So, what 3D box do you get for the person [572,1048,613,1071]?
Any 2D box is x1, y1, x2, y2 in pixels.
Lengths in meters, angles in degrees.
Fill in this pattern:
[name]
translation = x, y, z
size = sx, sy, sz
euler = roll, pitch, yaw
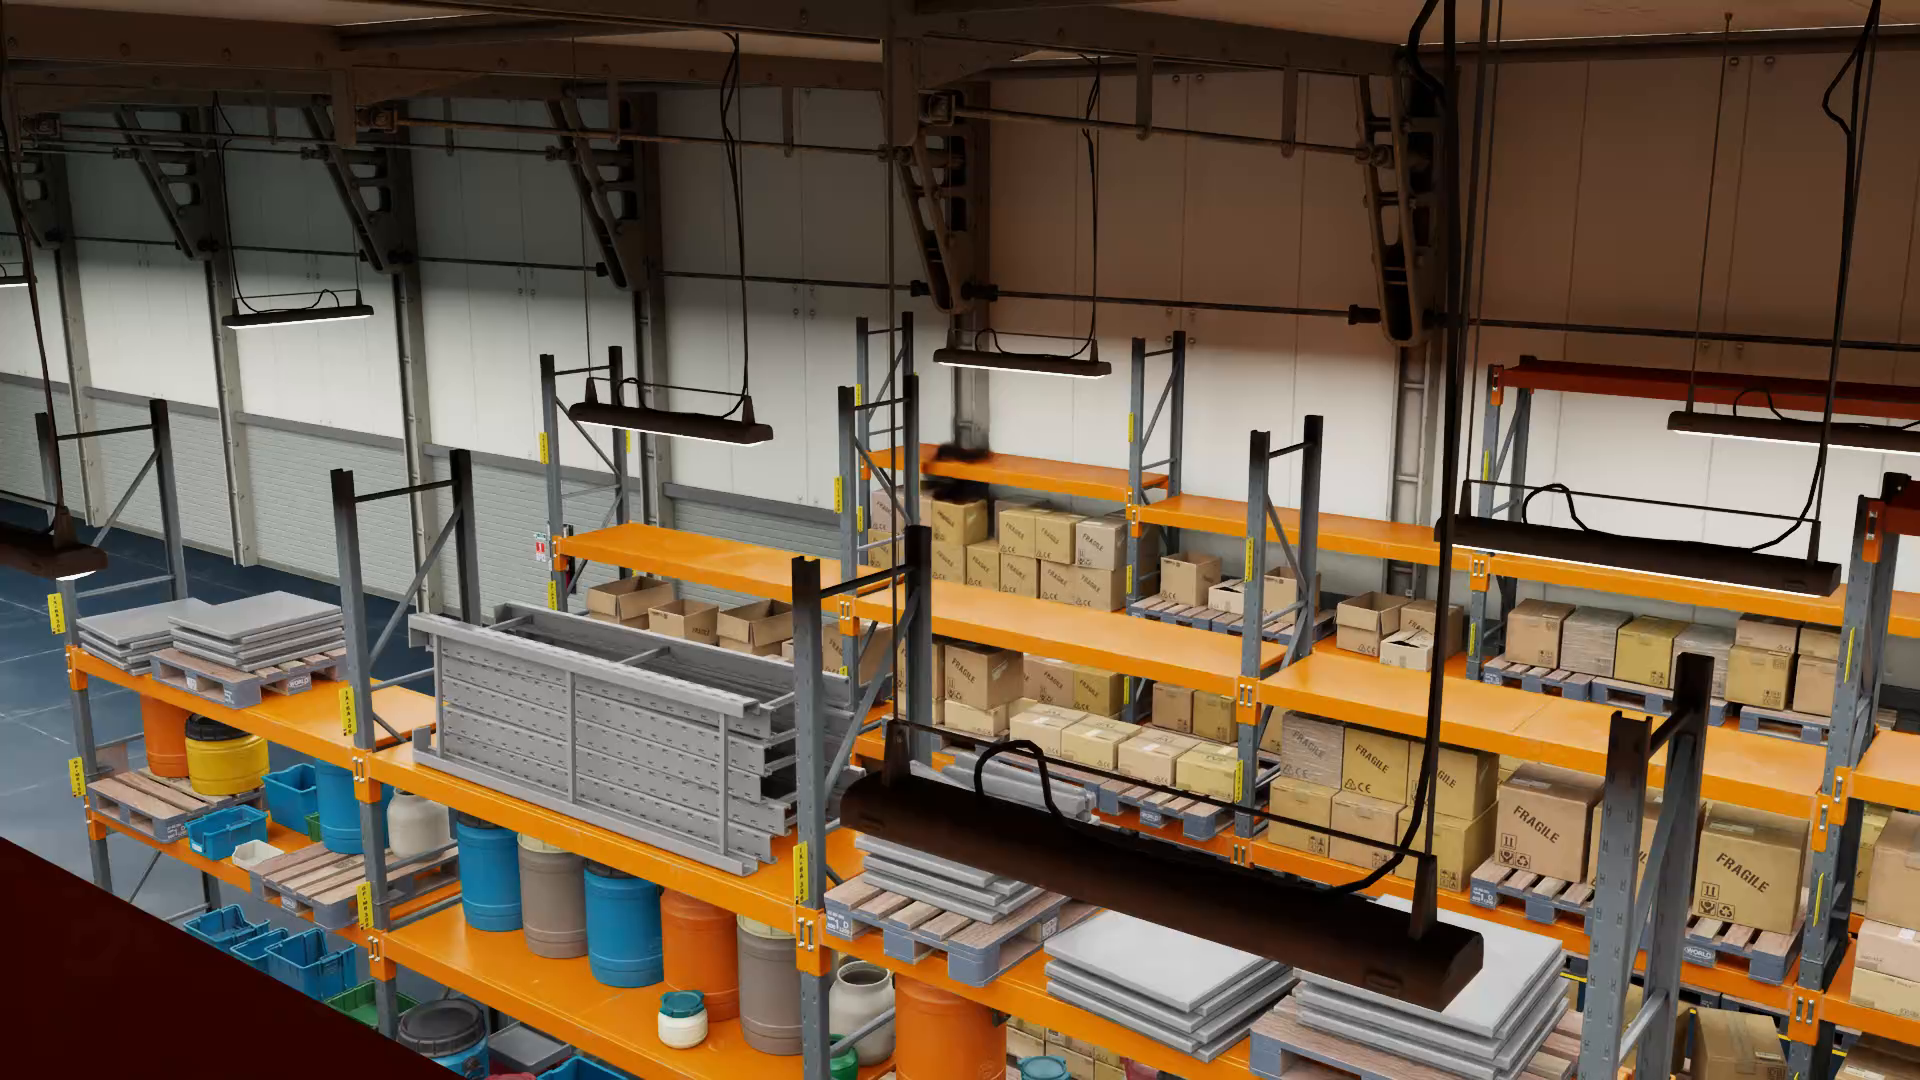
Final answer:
[person]
translation = -3.024, 4.168, 13.784
size = 0.604, 1.568, 0.541
euler = 8, 15, 31
